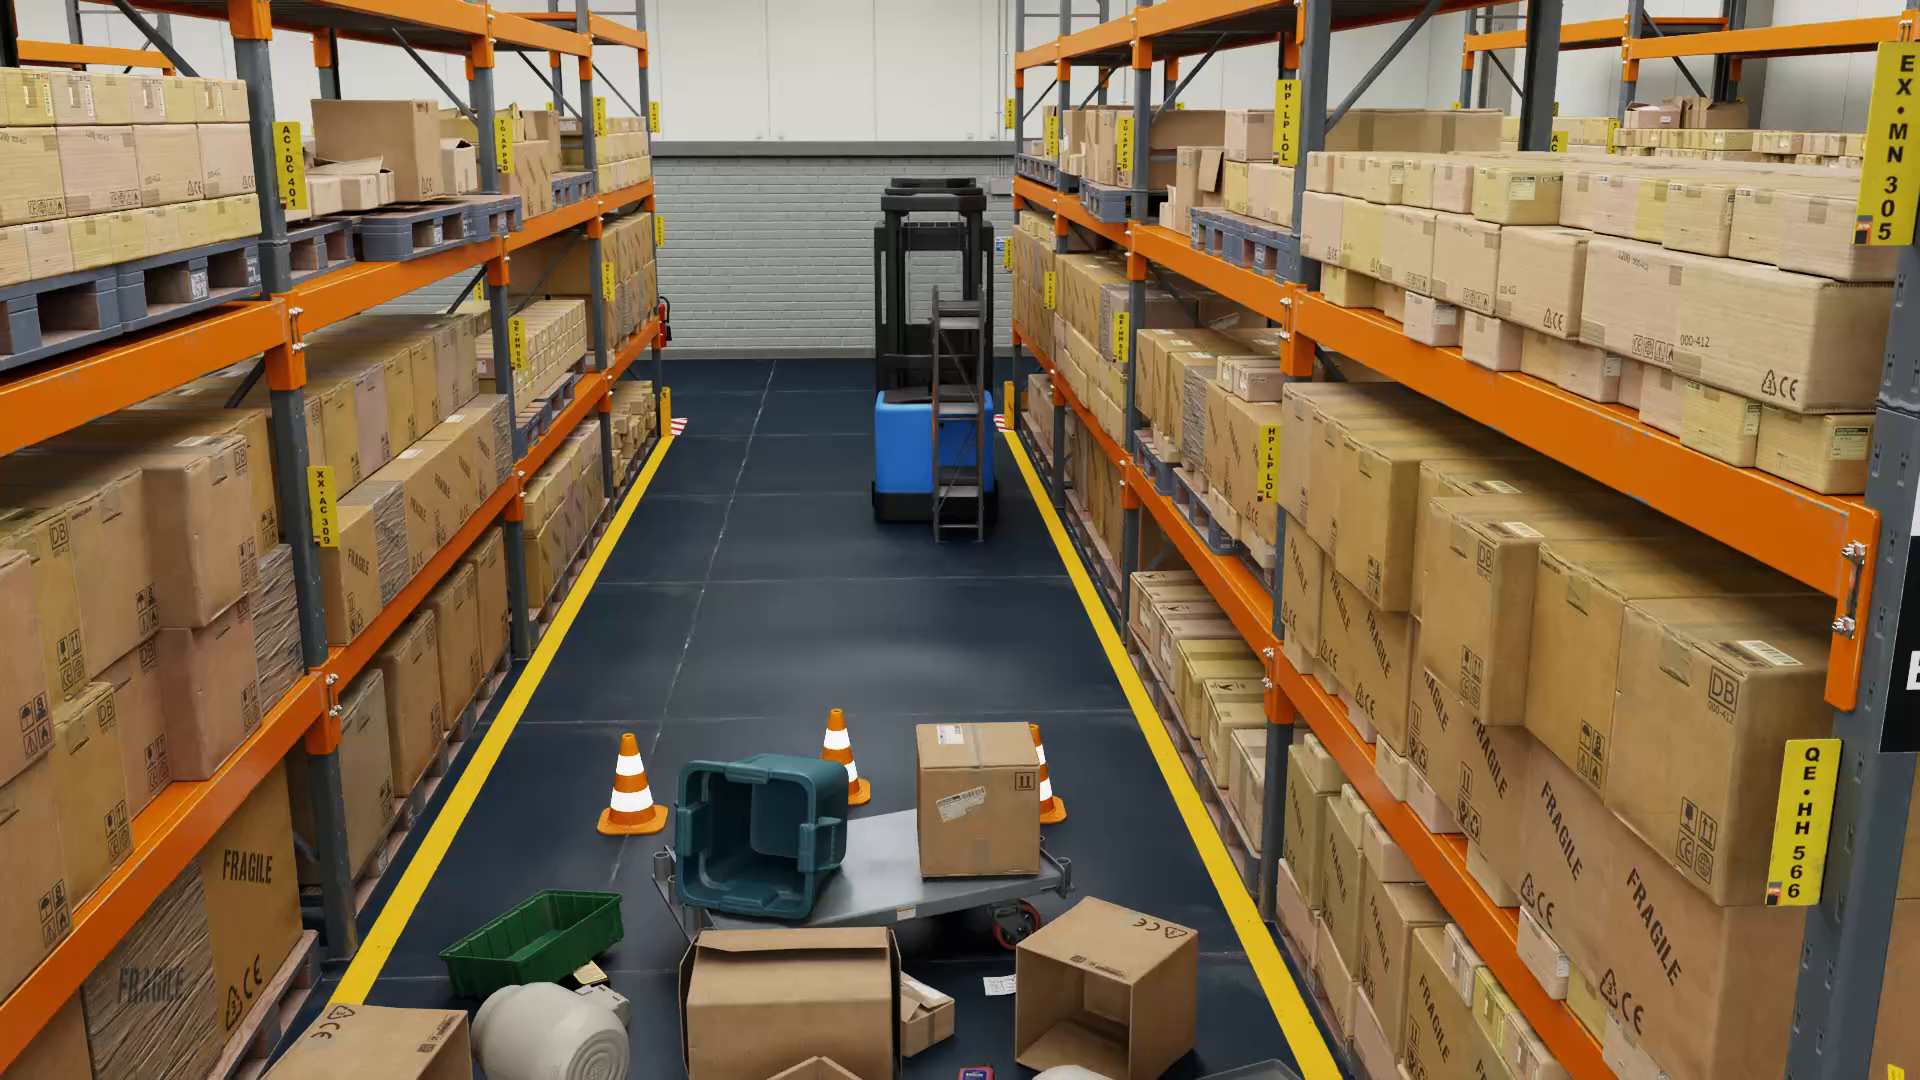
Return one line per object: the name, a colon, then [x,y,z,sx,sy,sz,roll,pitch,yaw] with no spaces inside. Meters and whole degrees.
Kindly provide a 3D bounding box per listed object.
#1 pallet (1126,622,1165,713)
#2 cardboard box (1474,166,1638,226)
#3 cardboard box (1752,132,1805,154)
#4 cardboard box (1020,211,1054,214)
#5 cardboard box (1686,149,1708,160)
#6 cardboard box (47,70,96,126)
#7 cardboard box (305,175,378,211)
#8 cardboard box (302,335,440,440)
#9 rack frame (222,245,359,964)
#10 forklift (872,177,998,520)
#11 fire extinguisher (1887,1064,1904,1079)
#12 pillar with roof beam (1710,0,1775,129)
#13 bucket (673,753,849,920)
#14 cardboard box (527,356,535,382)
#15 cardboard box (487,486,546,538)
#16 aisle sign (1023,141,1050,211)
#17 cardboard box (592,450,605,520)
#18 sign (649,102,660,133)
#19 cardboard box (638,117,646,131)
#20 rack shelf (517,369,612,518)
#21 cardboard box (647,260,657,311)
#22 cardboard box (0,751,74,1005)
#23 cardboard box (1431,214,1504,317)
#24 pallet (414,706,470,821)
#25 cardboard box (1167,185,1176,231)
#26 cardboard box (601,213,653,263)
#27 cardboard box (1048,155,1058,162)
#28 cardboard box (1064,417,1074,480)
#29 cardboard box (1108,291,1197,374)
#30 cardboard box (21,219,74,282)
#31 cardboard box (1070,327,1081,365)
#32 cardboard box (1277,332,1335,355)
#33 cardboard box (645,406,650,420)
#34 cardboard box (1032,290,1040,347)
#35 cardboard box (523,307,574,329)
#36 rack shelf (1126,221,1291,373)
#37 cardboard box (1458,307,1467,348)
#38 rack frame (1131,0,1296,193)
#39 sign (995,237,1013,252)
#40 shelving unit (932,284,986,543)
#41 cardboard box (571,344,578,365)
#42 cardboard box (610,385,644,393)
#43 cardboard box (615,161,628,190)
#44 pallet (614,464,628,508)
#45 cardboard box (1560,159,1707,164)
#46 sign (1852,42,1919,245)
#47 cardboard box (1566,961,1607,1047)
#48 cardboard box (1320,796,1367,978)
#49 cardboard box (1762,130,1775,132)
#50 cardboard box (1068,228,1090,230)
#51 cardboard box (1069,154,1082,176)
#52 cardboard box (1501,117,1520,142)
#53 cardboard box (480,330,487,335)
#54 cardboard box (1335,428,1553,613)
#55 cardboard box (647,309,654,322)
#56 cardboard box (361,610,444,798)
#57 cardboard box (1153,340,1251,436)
pallet: [1.645,0.783,10.559,1.003,0.211,1.213,-1,14,-3]
cardboard box: [1.650,-0.950,4.582,0.380,0.149,0.250,-1,14,-2]
cardboard box: [6.155,-2.960,12.395,0.380,0.149,0.250,-1,14,-3]
cardboard box: [0.848,-3.505,18.122,0.380,0.149,0.250,-1,14,-2]
cardboard box: [5.998,-3.019,13.181,0.380,0.149,0.250,-1,14,-2]
cardboard box: [-2.670,-1.234,4.645,0.380,0.149,0.250,-1,14,-4]
cardboard box: [-2.916,-1.601,7.669,0.380,0.149,0.250,-1,14,-3]
cardboard box: [-3.252,-0.828,9.016,0.700,0.500,0.500,-1,14,-4]
rack frame: [-3.088,0.335,6.706,1.000,3.000,0.127,-1,14,-3]
forklift: [-0.240,-1.901,15.533,1.130,2.935,3.031,0,14,-1]
fire extinguisher: [1.641,1.301,3.105,0.296,0.674,0.183,-1,14,-3]
pillar with roof beam: [2.864,-4.860,14.856,9.100,9.000,0.400,-1,14,-3]
bucket: [-0.779,1.182,6.931,0.726,0.611,0.620,4,5,16]
cardboard box: [-3.220,-1.206,11.757,0.380,0.149,0.250,-1,14,-3]
cardboard box: [-3.137,-0.191,11.419,0.500,0.250,0.500,-2,15,-6]
aisle sign: [0.809,-4.024,18.428,0.394,0.787,0.004,-1,14,-3]
cardboard box: [-3.287,-0.467,13.997,0.500,0.500,0.500,-1,14,-5]
sign: [-3.277,-4.535,17.835,0.100,0.325,0.005,-1,14,-3]
cardboard box: [-3.518,-4.387,17.534,0.380,0.149,0.250,-1,14,-4]
rack shelf: [-3.460,-0.809,12.595,1.077,0.370,4.000,-1,14,-3]
cardboard box: [-3.547,-2.734,17.836,0.500,0.500,0.500,-1,14,-2]
cardboard box: [-2.874,0.888,4.256,0.875,0.550,0.550,-1,14,-3]
cardboard box: [1.693,-0.799,4.796,0.500,0.250,0.500,-1,14,-3]
pallet: [-3.290,1.190,8.976,1.003,0.211,1.213,-1,14,-3]
cardboard box: [1.464,-2.005,10.048,0.396,0.266,0.258,-1,14,-3]
cardboard box: [-3.555,-3.216,17.703,0.500,0.500,0.500,-1,14,-5]
cardboard box: [0.991,-3.550,15.009,0.396,0.266,0.258,0,14,-2]
cardboard box: [1.418,-0.877,15.713,0.875,0.438,0.875,-1,14,-4]
cardboard box: [1.305,-1.419,11.314,0.500,0.500,0.500,-1,14,-5]
cardboard box: [-2.651,-0.783,4.490,0.380,0.149,0.250,-1,14,-4]
cardboard box: [1.161,-1.557,13.356,0.500,0.250,0.500,-1,14,-3]
cardboard box: [1.981,-1.069,9.220,0.380,0.149,0.250,-2,15,-6]
cardboard box: [-3.480,-1.360,17.575,0.380,0.149,0.250,-1,15,-6]
cardboard box: [0.983,-2.169,16.236,0.500,0.500,0.500,-1,14,-4]
cardboard box: [-3.333,-1.797,13.457,0.380,0.149,0.250,-1,14,-5]
rack shelf: [1.722,-1.368,8.749,1.077,0.370,4.000,-1,14,-3]
cardboard box: [1.715,-0.632,4.949,0.380,0.149,0.250,-1,14,-3]
rack frame: [1.598,-3.667,10.219,1.000,3.000,0.127,-1,14,-3]
sign: [0.678,-4.299,24.171,0.327,0.218,0.001,-1,14,-3]
shelving unit: [-0.015,-1.056,13.913,0.431,2.100,0.503,0,14,-2]
cardboard box: [-3.332,-1.514,13.553,0.380,0.149,0.250,-1,14,-4]
cardboard box: [-3.588,-1.569,17.791,0.380,0.149,0.250,-1,14,-2]
cardboard box: [-3.402,-3.408,15.535,0.500,0.250,0.500,0,14,-1]
pallet: [-3.661,-0.471,15.433,1.003,0.211,1.213,-1,14,-3]
cardboard box: [2.163,-1.150,5.359,0.380,0.149,0.250,-1,14,-5]
sign: [1.539,-0.650,2.736,0.100,0.325,0.005,-1,14,-3]
cardboard box: [1.736,1.135,4.101,0.380,0.149,0.250,-1,14,-4]
cardboard box: [1.658,1.282,6.194,0.500,0.500,0.500,0,14,-1]
cardboard box: [6.468,-3.166,13.155,0.380,0.149,0.250,-1,14,-3]
cardboard box: [1.100,-2.804,15.397,0.380,0.149,0.250,-1,14,-3]
cardboard box: [1.079,-2.979,13.192,0.380,0.166,0.250,-2,15,-7]
cardboard box: [5.891,-4.229,17.125,0.500,0.250,0.500,-1,14,-4]
cardboard box: [-3.968,-1.582,13.221,0.380,0.149,0.250,-2,15,-6]
cardboard box: [1.671,-0.078,5.506,0.700,0.500,0.500,-1,14,-5]
cardboard box: [-3.530,-2.451,18.038,0.380,0.149,0.250,-1,14,-3]
cardboard box: [-3.273,0.828,8.461,1.050,0.750,0.750,-1,14,-3]
cardboard box: [1.434,-0.912,9.913,0.500,0.500,0.500,0,14,-1]
